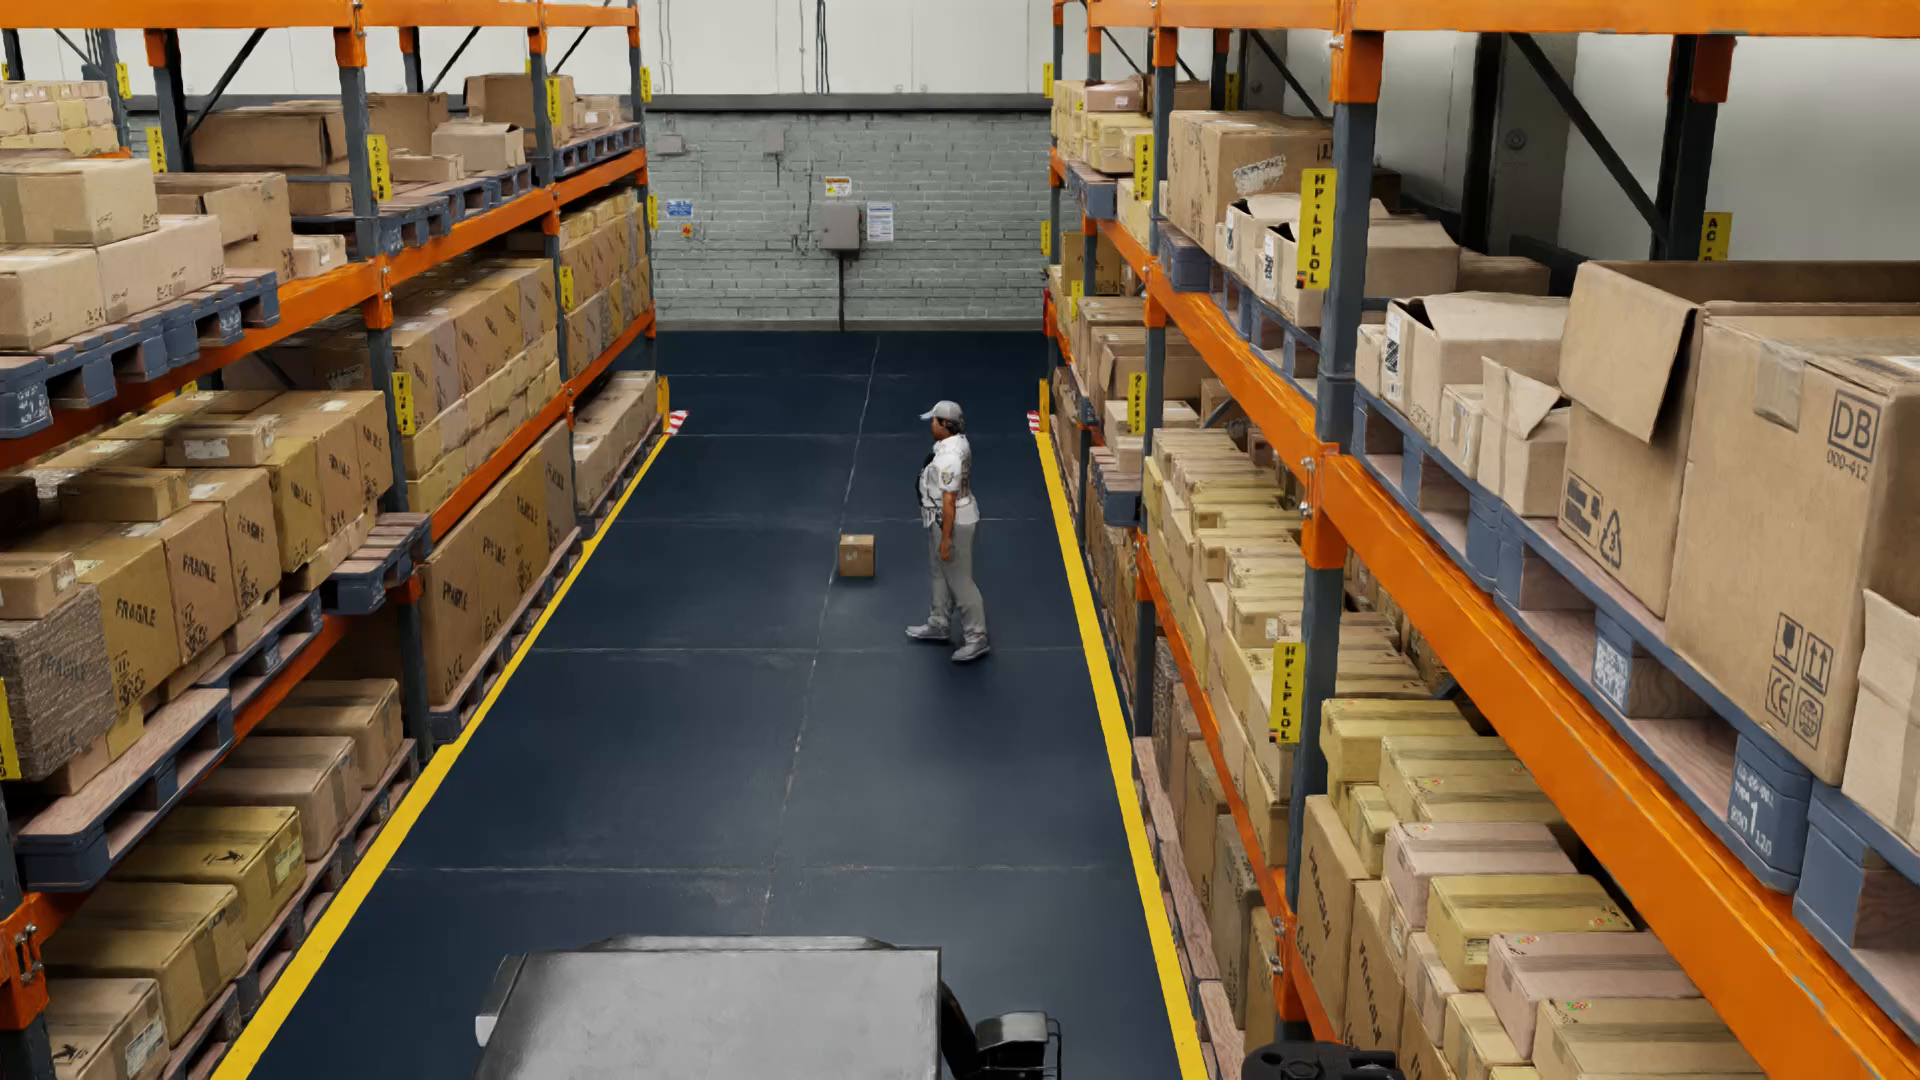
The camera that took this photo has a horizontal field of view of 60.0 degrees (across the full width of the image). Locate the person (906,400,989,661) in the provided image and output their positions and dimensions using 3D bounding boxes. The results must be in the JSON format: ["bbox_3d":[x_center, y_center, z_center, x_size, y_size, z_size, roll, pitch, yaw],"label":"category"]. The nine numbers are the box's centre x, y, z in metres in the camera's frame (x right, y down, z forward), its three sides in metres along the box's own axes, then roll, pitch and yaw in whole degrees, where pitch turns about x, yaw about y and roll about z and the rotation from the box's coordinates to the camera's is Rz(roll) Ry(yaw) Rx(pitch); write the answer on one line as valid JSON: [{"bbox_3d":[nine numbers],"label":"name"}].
[{"bbox_3d":[-0.088,-0.099,10.815,0.569,1.652,0.671,1,17,3],"label":"person"}]
